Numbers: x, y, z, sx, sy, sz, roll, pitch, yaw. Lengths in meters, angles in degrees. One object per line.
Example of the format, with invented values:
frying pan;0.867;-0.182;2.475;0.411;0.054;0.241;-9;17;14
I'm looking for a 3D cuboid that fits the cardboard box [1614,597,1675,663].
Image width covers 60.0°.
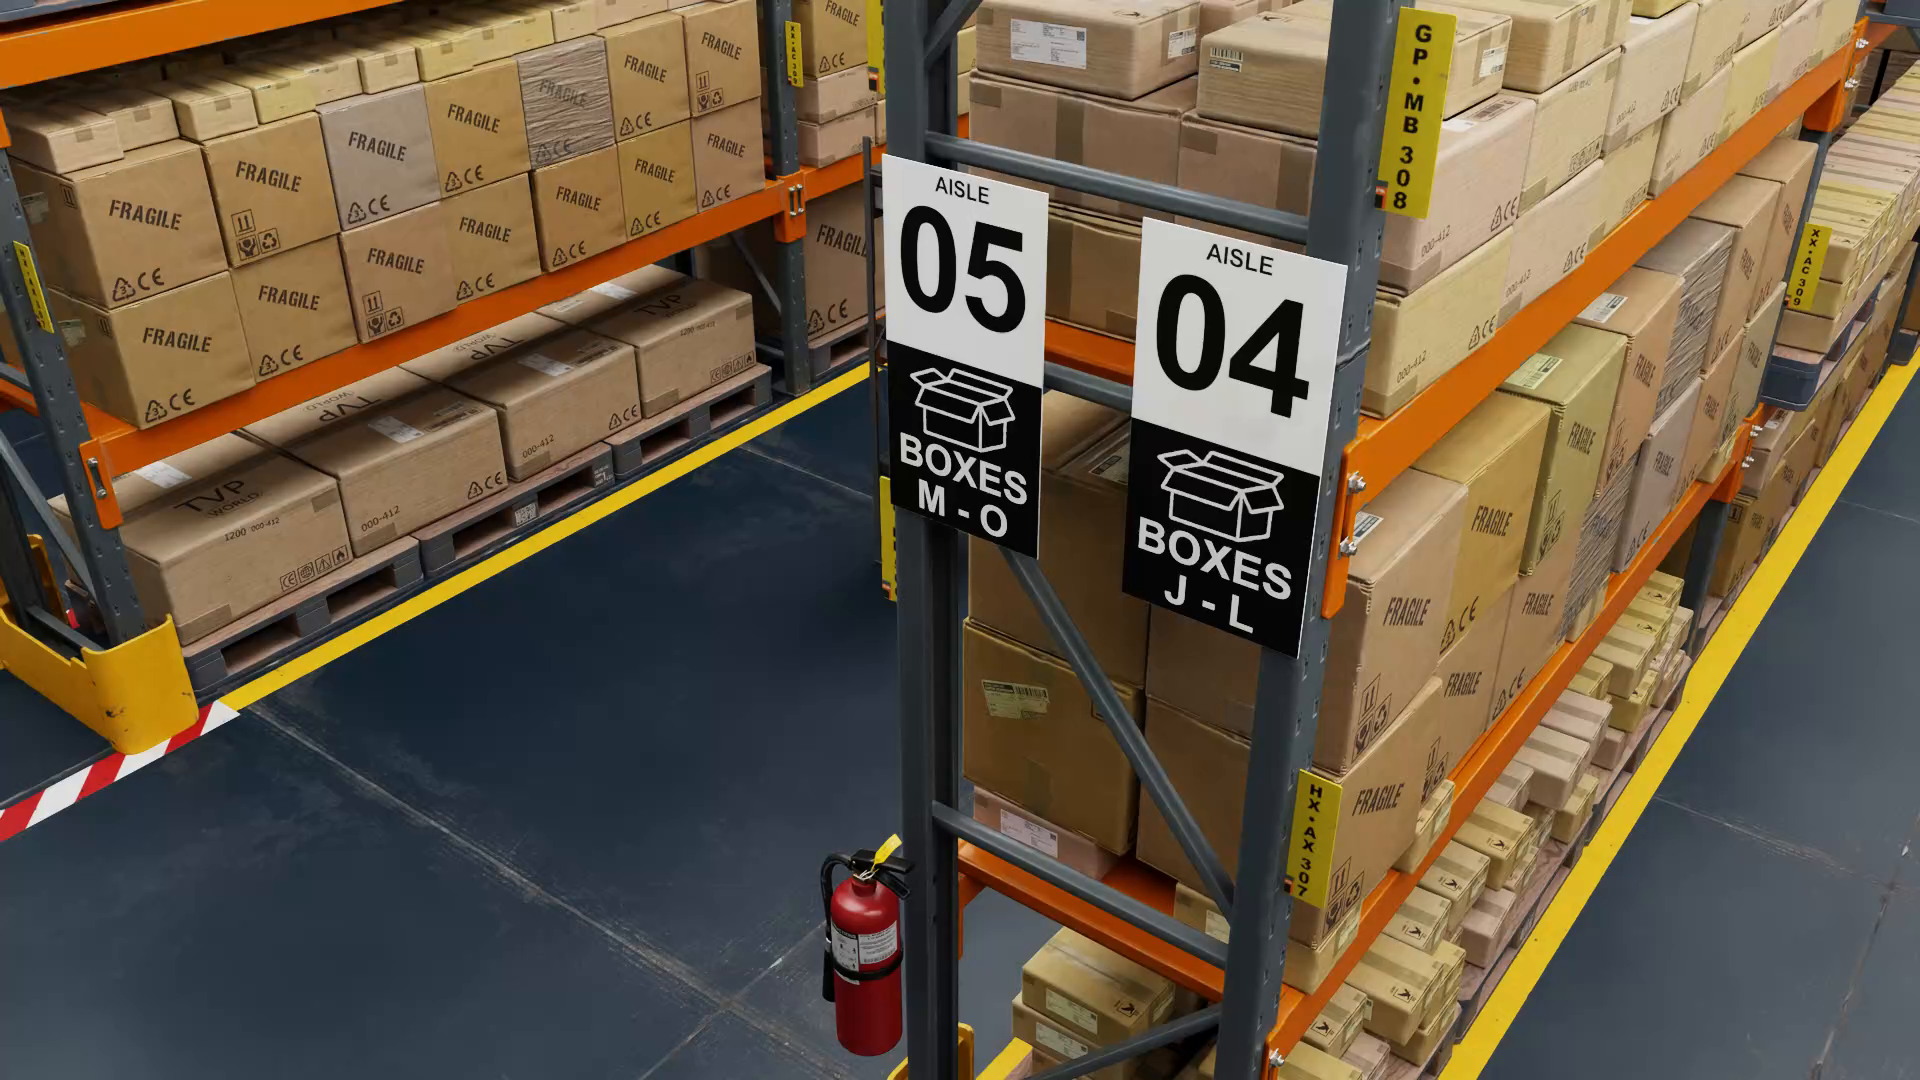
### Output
cardboard box;2.573;0.327;6.557;0.380;0.149;0.250;22;37;32

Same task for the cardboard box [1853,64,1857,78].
cardboard box;4.524;-2.520;8.811;0.380;0.149;0.250;20;36;30

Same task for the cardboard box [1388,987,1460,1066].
cardboard box;1.339;1.449;5.248;0.380;0.149;0.250;22;37;32

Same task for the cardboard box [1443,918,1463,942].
cardboard box;1.422;1.177;5.414;0.380;0.149;0.250;19;36;29

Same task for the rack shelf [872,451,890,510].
rack shelf;-0.100;-0.222;7.965;0.431;0.518;0.480;21;37;31

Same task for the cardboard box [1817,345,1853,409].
cardboard box;3.990;-0.874;8.087;0.500;0.250;0.500;23;37;33

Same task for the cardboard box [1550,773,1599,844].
cardboard box;2.113;0.927;6.128;0.380;0.149;0.250;21;37;31

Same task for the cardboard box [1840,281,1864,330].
cardboard box;3.470;-1.009;6.845;0.380;0.149;0.250;22;37;32

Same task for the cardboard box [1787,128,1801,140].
cardboard box;3.889;-1.972;8.177;0.380;0.149;0.250;21;36;31

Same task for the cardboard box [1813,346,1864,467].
cardboard box;4.306;-0.757;8.625;0.500;0.500;0.500;19;36;29

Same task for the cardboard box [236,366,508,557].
cardboard box;-2.855;-0.412;8.105;0.875;0.438;0.875;22;37;33

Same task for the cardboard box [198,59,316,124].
cardboard box;-2.790;-1.783;6.601;0.380;0.149;0.250;20;36;30

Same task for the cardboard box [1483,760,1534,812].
cardboard box;1.729;0.831;5.707;0.380;0.149;0.250;21;37;31

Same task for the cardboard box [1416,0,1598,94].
cardboard box;1.055;-1.038;3.383;0.380;0.149;0.250;21;37;31

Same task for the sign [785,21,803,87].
sign;-0.861;-2.522;8.637;0.100;0.325;0.005;21;37;31

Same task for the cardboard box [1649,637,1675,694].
cardboard box;2.613;0.454;6.635;0.380;0.149;0.250;19;36;29

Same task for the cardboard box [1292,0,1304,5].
cardboard box;0.636;-1.191;3.640;0.380;0.149;0.250;20;36;30

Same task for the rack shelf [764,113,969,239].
rack shelf;-0.097;-2.789;10.720;1.077;0.370;4.000;21;37;31

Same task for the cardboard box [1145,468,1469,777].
cardboard box;0.771;0.120;3.734;0.500;0.500;0.500;21;36;31

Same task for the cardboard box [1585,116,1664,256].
cardboard box;1.385;-0.934;4.088;0.500;0.250;0.500;20;36;30

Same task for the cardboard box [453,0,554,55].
cardboard box;-2.059;-2.315;7.499;0.380;0.149;0.250;20;36;30

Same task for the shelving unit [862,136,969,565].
shelving unit;-0.100;-0.836;7.601;0.431;2.100;0.503;21;37;31

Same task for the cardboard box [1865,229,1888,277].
cardboard box;3.618;-1.234;6.932;0.380;0.149;0.250;22;37;32

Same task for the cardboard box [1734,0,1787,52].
cardboard box;1.992;-1.558;4.651;0.500;0.250;0.500;23;38;33

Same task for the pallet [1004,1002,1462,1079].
pallet;0.853;1.672;5.222;1.003;0.211;1.213;21;37;31

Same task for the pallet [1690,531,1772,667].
pallet;3.172;0.079;7.910;1.003;0.211;1.213;21;37;31

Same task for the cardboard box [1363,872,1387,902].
cardboard box;0.866;0.783;4.233;0.380;0.149;0.250;23;37;33

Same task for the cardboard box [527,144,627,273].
cardboard box;-1.979;-1.642;7.981;0.500;0.500;0.500;21;36;31

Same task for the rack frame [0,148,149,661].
rack frame;-3.719;-0.660;6.422;1.000;3.000;0.127;21;37;31

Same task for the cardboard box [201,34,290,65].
cardboard box;-3.040;-2.035;7.027;0.380;0.149;0.250;21;36;31

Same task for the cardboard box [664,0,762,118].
cardboard box;-1.369;-2.482;8.418;0.500;0.500;0.500;21;36;31

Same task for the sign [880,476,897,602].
sign;-0.142;0.009;3.847;0.100;0.325;0.005;21;37;31

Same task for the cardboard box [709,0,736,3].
cardboard box;-1.237;-2.815;8.343;0.380;0.149;0.250;20;36;30

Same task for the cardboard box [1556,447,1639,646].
cardboard box;1.691;-0.076;5.046;0.500;0.500;0.500;20;36;30

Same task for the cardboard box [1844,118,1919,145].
cardboard box;4.247;-1.787;7.575;0.380;0.149;0.250;22;37;33

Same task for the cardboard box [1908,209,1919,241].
cardboard box;4.246;-1.529;7.722;0.380;0.149;0.250;19;36;29

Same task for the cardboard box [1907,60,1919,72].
cardboard box;5.033;-2.316;8.467;0.380;0.149;0.250;21;36;31

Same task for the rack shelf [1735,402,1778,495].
rack shelf;3.910;-1.307;8.219;1.077;0.370;4.000;21;37;31

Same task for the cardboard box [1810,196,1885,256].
cardboard box;3.471;-1.266;6.695;0.380;0.149;0.250;22;37;33

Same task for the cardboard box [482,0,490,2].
cardboard box;-2.347;-2.583;7.951;0.380;0.149;0.250;20;36;30

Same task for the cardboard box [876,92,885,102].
cardboard box;-0.522;-2.749;9.603;0.500;0.250;0.500;22;37;32

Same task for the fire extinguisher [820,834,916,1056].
fire extinguisher;-0.232;0.976;4.102;0.296;0.674;0.183;21;37;31

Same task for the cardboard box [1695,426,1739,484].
cardboard box;2.648;-0.369;6.177;0.380;0.149;0.250;20;36;30

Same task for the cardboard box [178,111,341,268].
cardboard box;-2.896;-1.453;6.681;0.500;0.500;0.500;20;36;30

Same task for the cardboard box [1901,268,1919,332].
cardboard box;5.557;-1.862;10.245;1.050;0.750;0.750;21;36;31

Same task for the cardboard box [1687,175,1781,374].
cardboard box;2.327;-0.919;5.488;0.500;0.500;0.500;20;36;30

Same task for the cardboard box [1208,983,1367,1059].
cardboard box;0.946;1.355;4.823;0.380;0.149;0.250;22;37;32

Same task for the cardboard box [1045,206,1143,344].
cardboard box;0.352;-0.670;3.643;0.500;0.250;0.500;20;36;30

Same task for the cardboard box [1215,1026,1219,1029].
cardboard box;0.742;1.373;5.375;0.380;0.149;0.250;21;37;31
